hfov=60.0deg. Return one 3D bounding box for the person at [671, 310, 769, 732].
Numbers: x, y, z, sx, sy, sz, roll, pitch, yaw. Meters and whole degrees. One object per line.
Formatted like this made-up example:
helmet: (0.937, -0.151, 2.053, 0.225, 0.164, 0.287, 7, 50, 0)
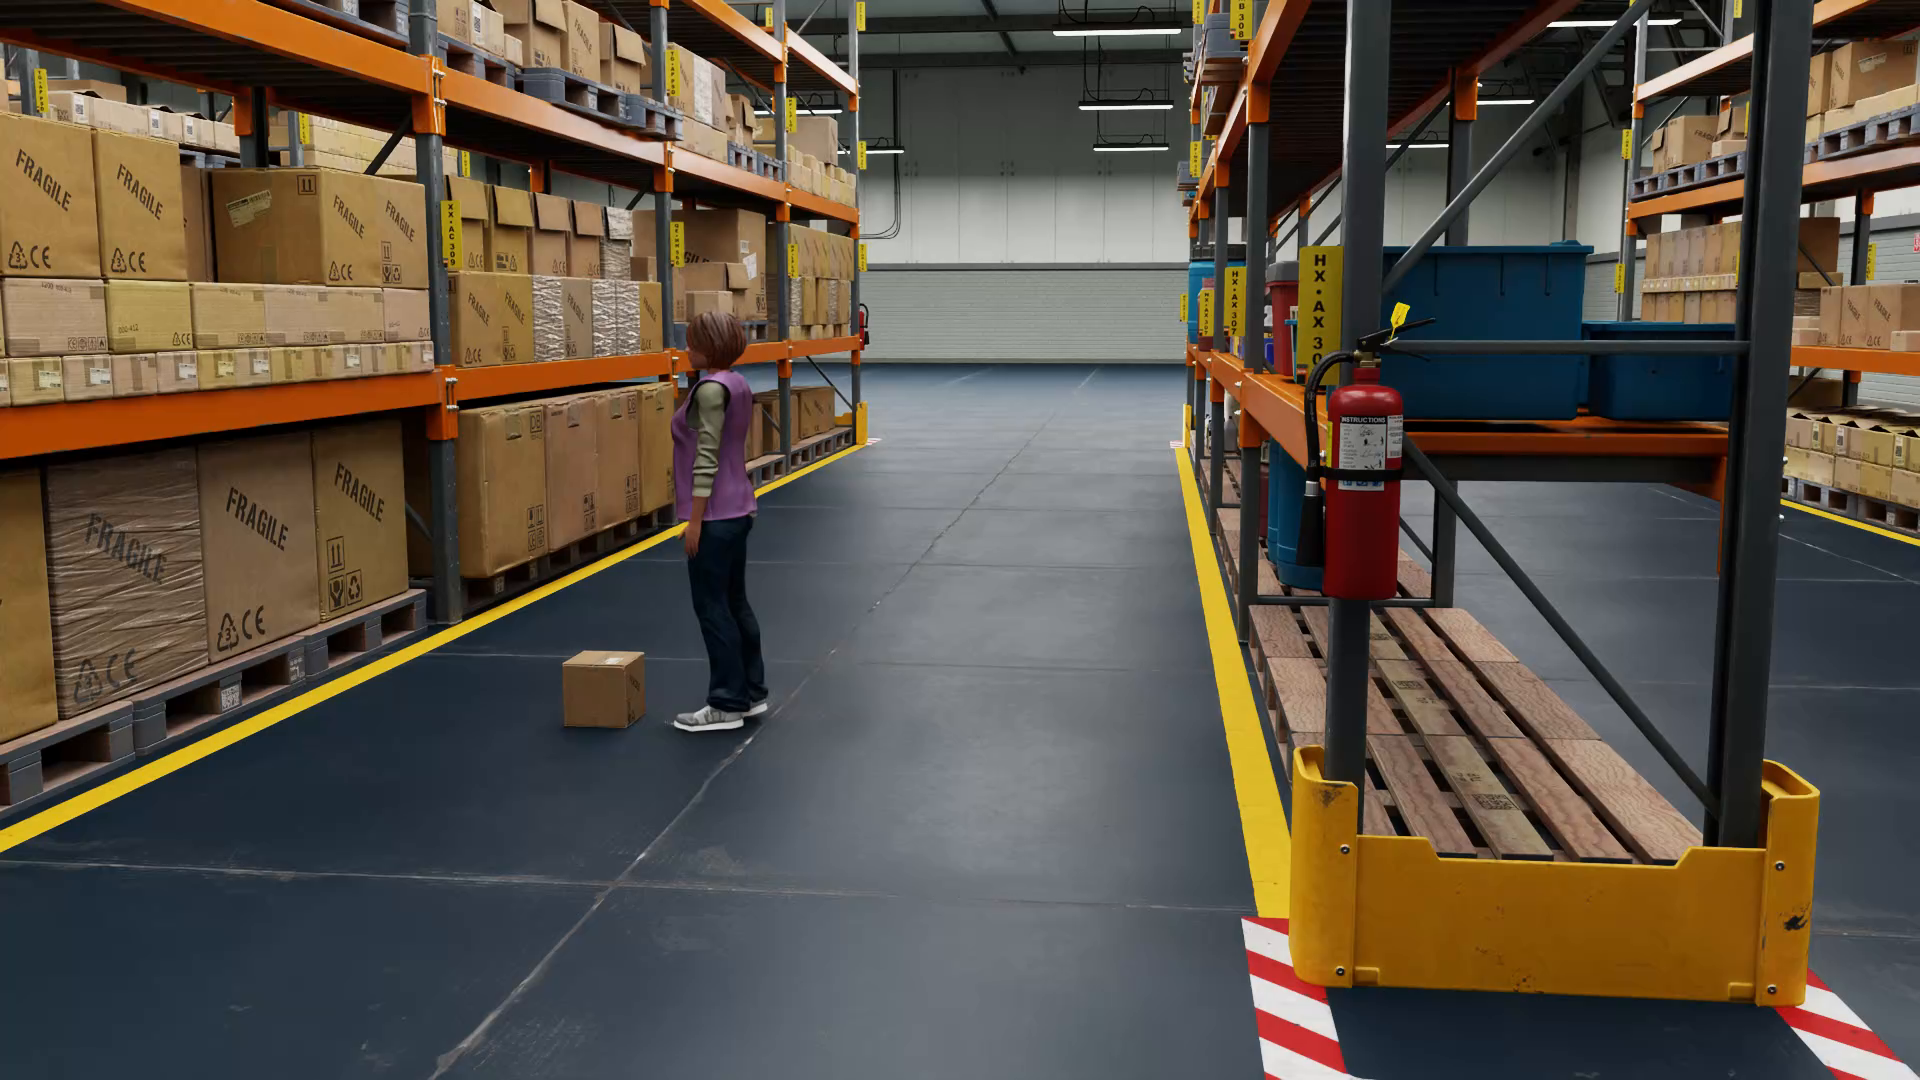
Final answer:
person: (-0.934, -0.062, 6.364, 0.311, 1.623, 0.420, 1, 8, 7)
